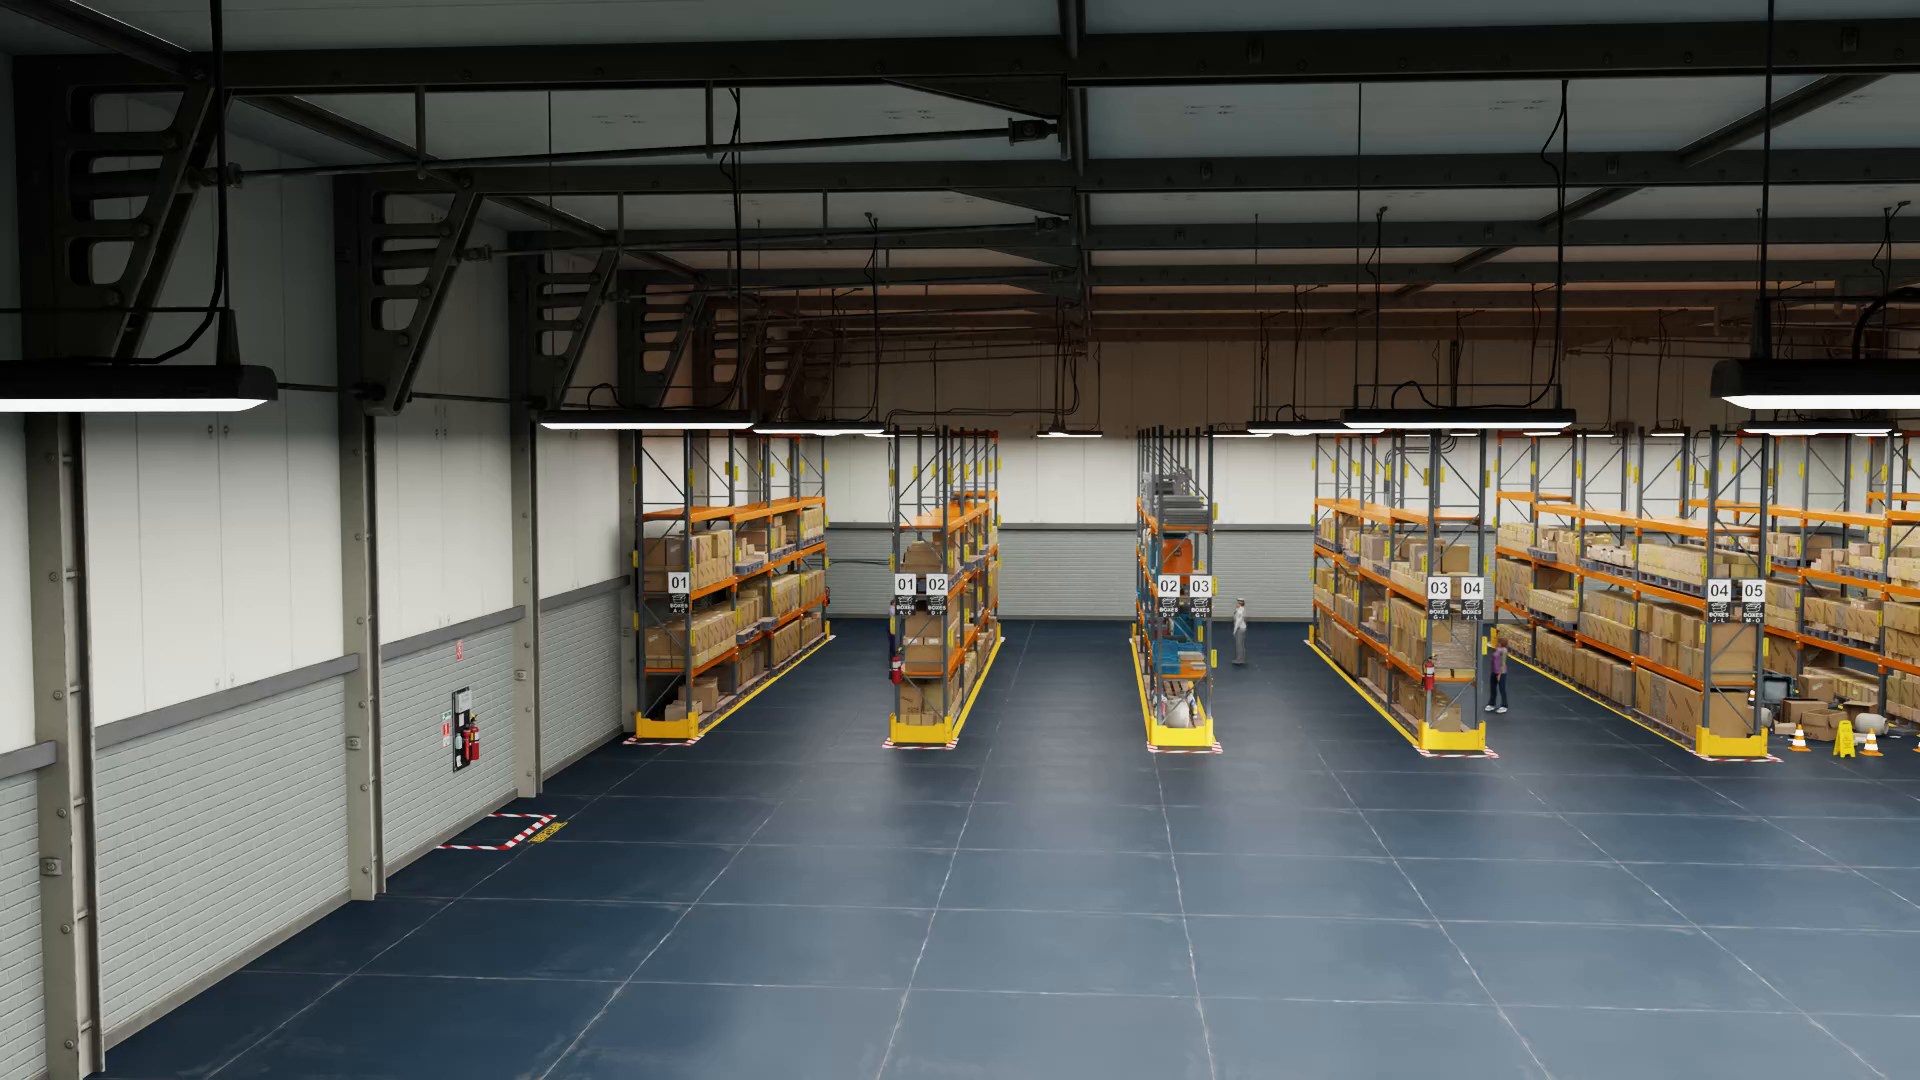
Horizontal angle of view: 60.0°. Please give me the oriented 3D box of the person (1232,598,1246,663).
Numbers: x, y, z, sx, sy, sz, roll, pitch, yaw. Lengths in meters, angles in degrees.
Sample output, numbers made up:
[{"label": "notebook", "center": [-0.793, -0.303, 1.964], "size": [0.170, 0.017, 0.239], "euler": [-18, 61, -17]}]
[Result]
[{"label": "person", "center": [7.130, 2.316, 42.548], "size": [0.358, 1.685, 0.519], "euler": [0, 3, 5]}]

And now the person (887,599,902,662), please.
[{"label": "person", "center": [-1.676, 2.319, 42.743], "size": [0.381, 1.647, 0.571], "euler": [1, 4, 15]}]

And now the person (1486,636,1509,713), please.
[{"label": "person", "center": [11.339, 2.819, 35.001], "size": [0.345, 1.583, 0.482], "euler": [-2, 4, -28]}]
